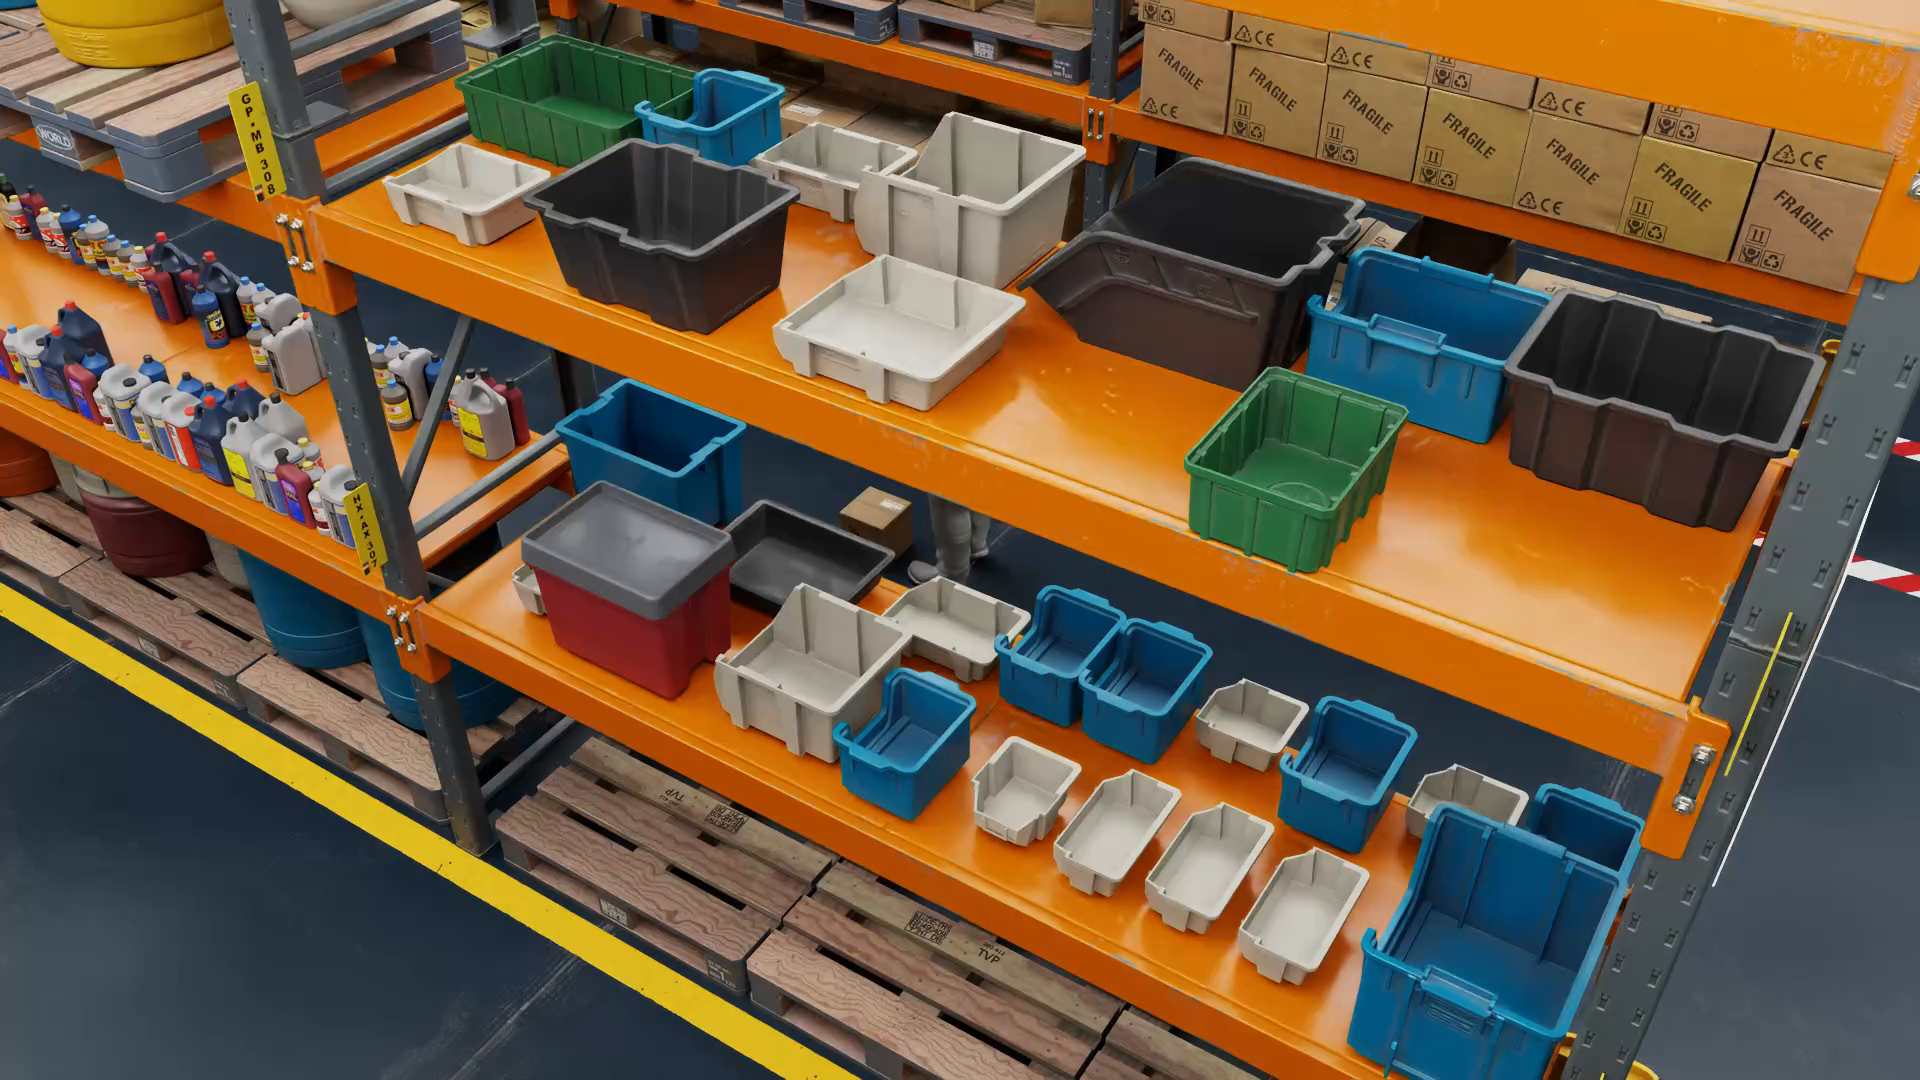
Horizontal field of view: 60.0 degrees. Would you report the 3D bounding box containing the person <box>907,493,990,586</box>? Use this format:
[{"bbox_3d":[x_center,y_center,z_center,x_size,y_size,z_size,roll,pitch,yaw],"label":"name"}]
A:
[{"bbox_3d":[-0.041,-0.502,7.373,0.564,1.820,0.582,21,43,24],"label":"person"}]
